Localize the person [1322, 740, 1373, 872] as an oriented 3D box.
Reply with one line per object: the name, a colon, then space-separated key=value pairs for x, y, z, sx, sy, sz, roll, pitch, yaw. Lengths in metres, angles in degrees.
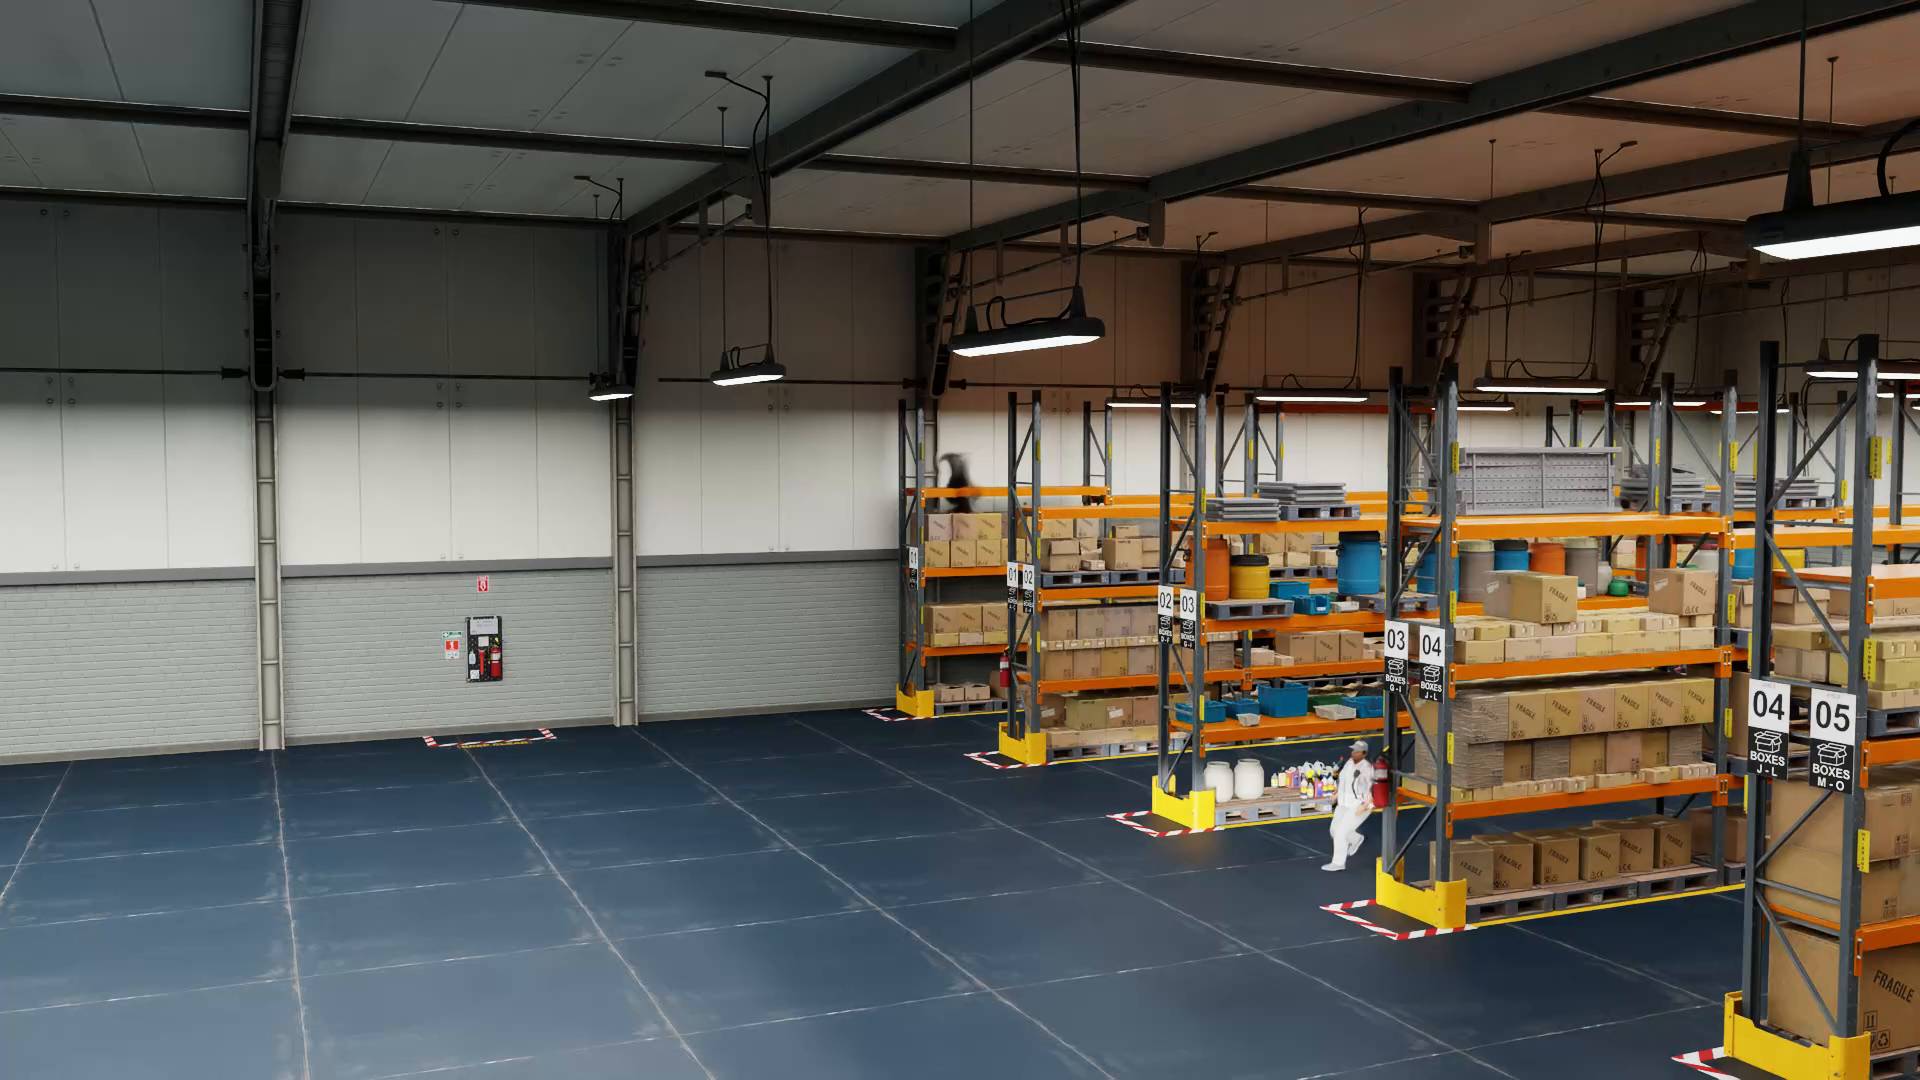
person: x=4.764 y=3.195 z=19.993 sx=0.654 sy=1.601 sz=0.664 roll=-2 pitch=4 yaw=-31
